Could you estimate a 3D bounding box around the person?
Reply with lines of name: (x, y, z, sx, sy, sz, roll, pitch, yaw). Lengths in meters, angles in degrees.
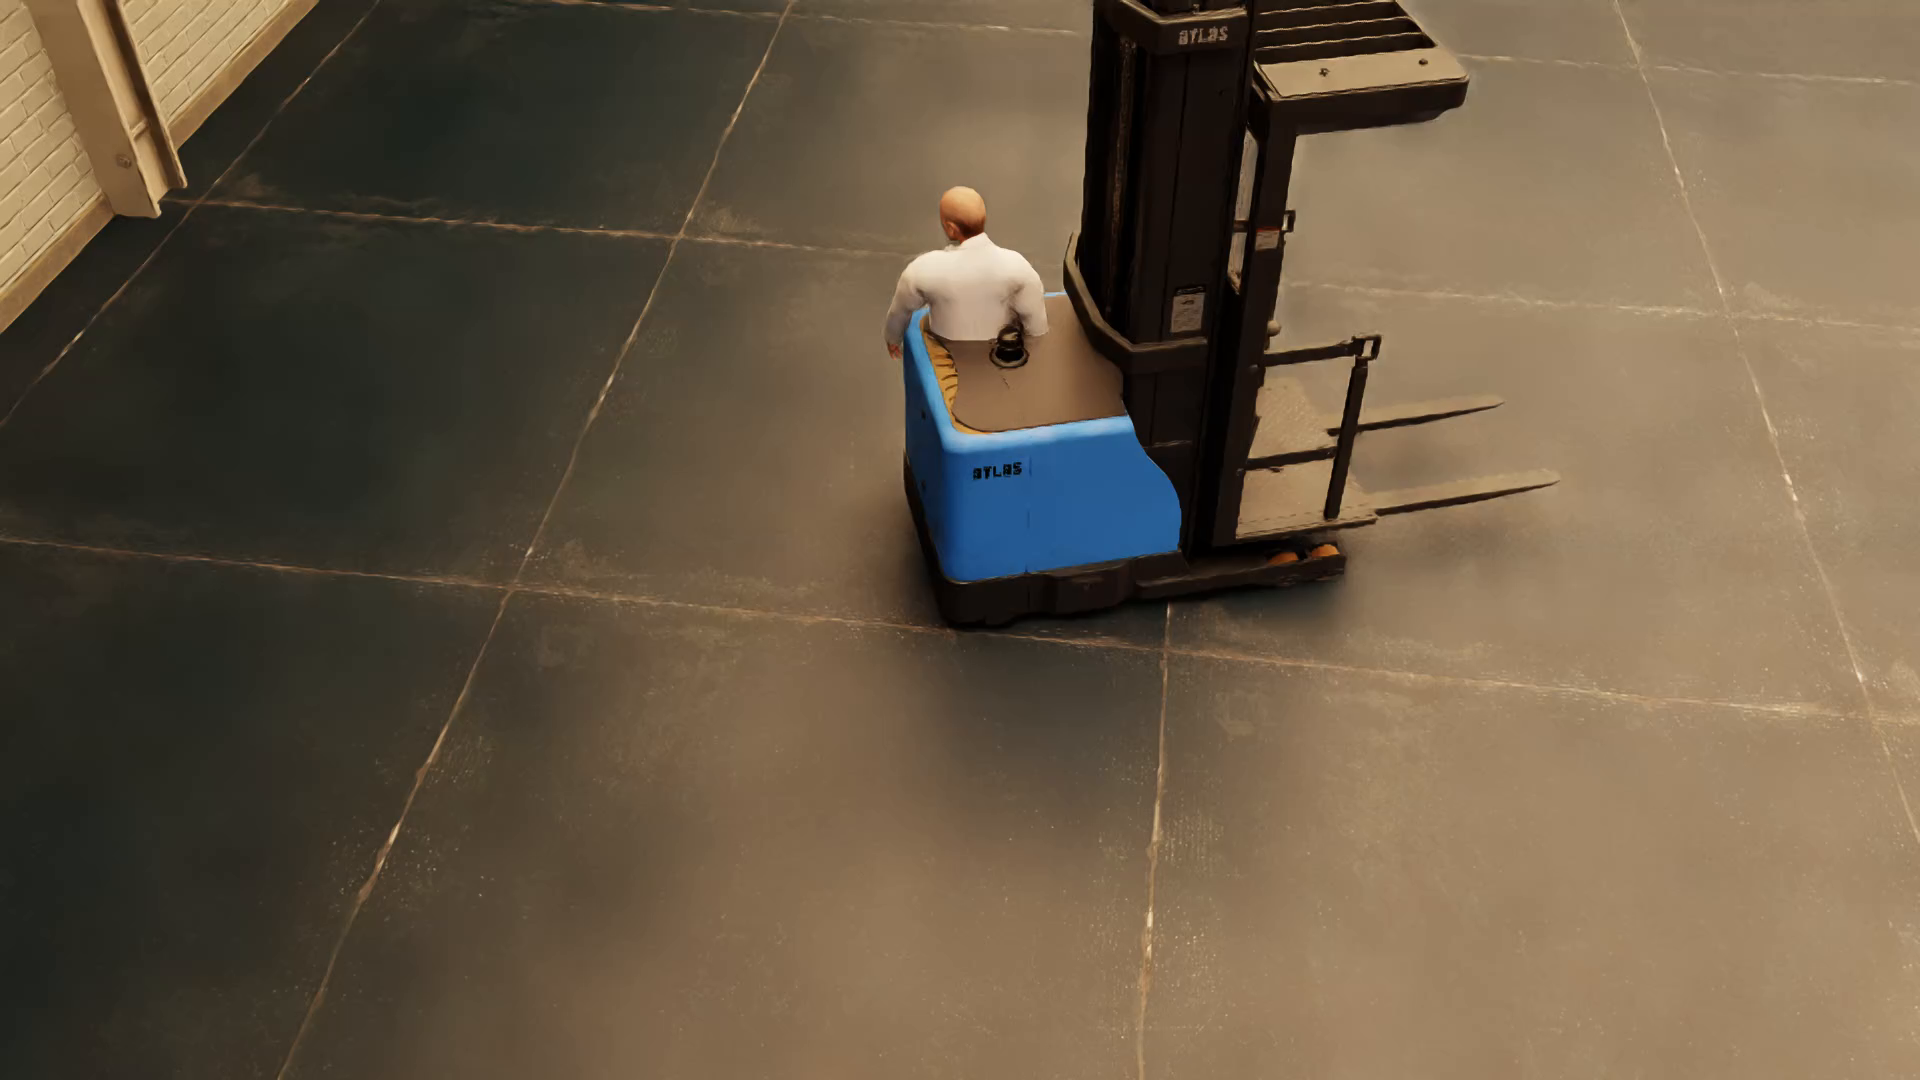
person: (0.038, -0.866, 7.545, 0.781, 1.750, 0.841, -3, 43, -3)

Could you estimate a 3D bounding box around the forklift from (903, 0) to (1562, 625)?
forklift: (1.303, -1.208, 7.040, 3.031, 2.935, 1.130, -8, 43, -9)
